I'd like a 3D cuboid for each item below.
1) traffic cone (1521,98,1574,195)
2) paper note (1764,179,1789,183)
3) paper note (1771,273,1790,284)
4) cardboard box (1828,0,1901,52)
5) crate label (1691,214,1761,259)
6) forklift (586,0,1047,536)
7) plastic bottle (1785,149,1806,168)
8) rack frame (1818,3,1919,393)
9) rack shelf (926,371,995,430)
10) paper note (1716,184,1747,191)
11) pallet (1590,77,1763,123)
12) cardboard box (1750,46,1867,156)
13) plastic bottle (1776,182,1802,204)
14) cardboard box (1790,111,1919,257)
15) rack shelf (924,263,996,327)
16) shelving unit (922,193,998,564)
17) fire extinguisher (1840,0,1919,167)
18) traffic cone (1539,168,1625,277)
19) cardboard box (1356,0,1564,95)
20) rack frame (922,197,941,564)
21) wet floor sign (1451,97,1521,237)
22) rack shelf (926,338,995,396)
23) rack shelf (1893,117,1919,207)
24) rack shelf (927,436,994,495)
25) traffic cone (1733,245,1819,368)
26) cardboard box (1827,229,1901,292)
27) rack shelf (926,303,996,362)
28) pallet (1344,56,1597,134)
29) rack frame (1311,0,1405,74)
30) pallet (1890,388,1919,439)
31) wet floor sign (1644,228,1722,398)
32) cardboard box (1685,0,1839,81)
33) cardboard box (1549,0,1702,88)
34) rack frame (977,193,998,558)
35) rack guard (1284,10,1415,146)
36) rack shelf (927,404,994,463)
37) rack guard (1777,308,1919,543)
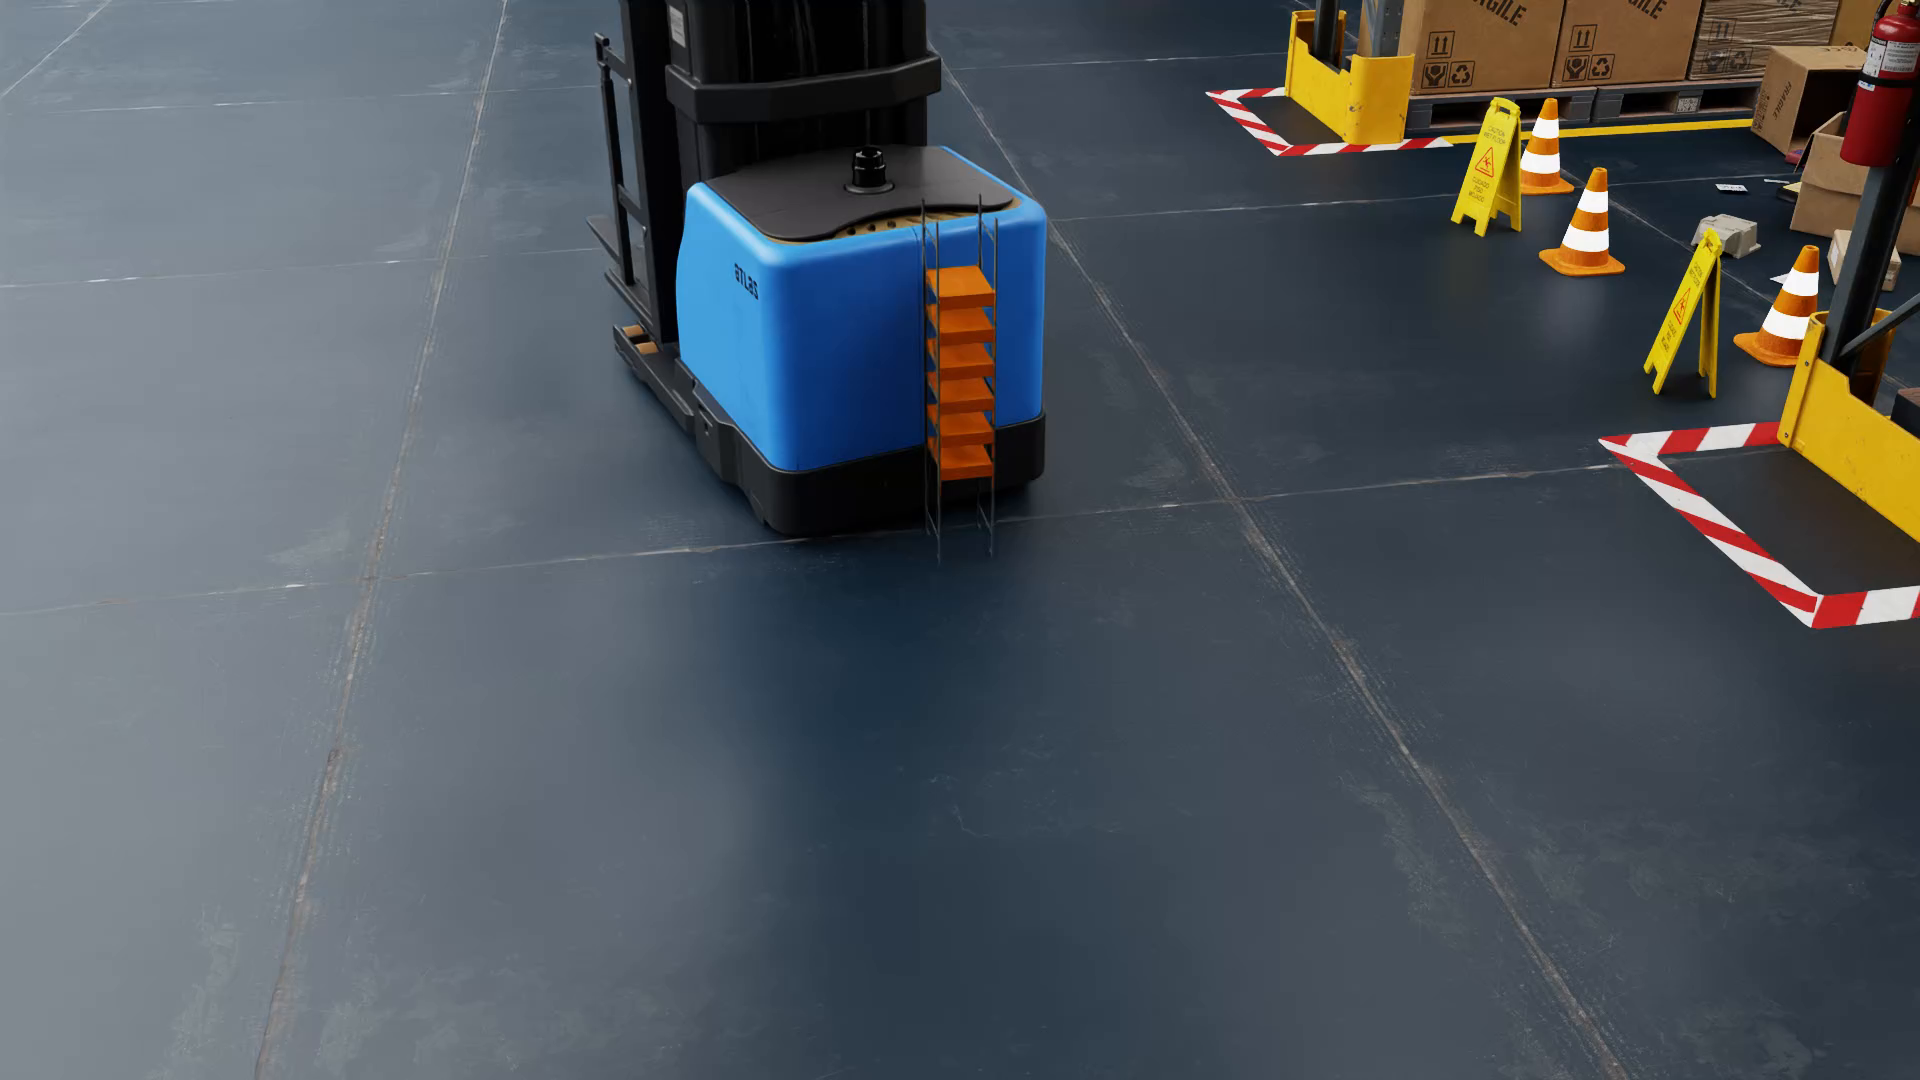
[{"bbox_3d":[3.128,-2.130,8.916,0.334,0.463,0.336,-5,31,-9],"label":"traffic cone"},{"bbox_3d":[4.453,-1.955,9.065,0.123,0.001,0.032,10,32,17],"label":"paper note"},{"bbox_3d":[3.913,-1.223,7.800,0.142,0.019,0.148,-17,34,-26],"label":"paper note"},{"bbox_3d":[5.654,-3.491,10.410,0.875,0.875,0.875,-5,31,-8],"label":"cardboard box"},{"bbox_3d":[3.760,-1.498,8.162,0.298,0.136,0.250,-23,38,-34],"label":"crate label"},{"bbox_3d":[-0.803,-2.002,6.264,1.130,2.935,3.031,-14,33,-23],"label":"forklift"},{"bbox_3d":[4.770,-2.108,9.274,0.133,0.061,0.283,-17,34,-26],"label":"plastic bottle"},{"bbox_3d":[3.341,-1.424,5.213,0.127,3.000,1.000,-5,31,-9],"label":"rack frame"},{"bbox_3d":[-0.003,-0.469,5.451,0.180,0.103,0.258,-6,31,-11],"label":"rack shelf"},{"bbox_3d":[4.158,-1.896,8.945,0.142,0.017,0.144,5,31,8],"label":"paper note"},{"bbox_3d":[4.320,-2.903,10.479,1.213,0.211,1.003,-5,31,-9],"label":"pallet"},{"bbox_3d":[4.943,-2.519,9.538,0.500,0.500,0.500,0,30,0],"label":"cardboard box"},{"bbox_3d":[4.490,-1.856,8.846,0.283,0.061,0.133,-17,34,-26],"label":"plastic bottle"},{"bbox_3d":[4.613,-1.771,8.265,0.797,0.503,0.637,23,37,33],"label":"cardboard box"},{"bbox_3d":[-0.003,-0.779,5.269,0.180,0.103,0.258,-6,31,-11],"label":"rack shelf"},{"bbox_3d":[-0.003,-0.507,5.429,0.189,1.200,0.258,-6,31,-11],"label":"shelving unit"},{"bbox_3d":[3.146,-1.610,5.606,0.183,0.674,0.296,-5,31,-9],"label":"fire extinguisher"},{"bbox_3d":[2.998,-1.536,7.905,0.334,0.463,0.336,-5,31,-9],"label":"traffic cone"},{"bbox_3d":[3.005,-3.243,9.988,0.875,0.875,0.875,-5,31,-9],"label":"cardboard box"},{"bbox_3d":[-0.092,-0.497,5.412,0.006,1.200,0.240,-6,31,-11],"label":"rack frame"},{"bbox_3d":[2.678,-1.879,8.308,0.232,0.644,0.267,-11,32,-17],"label":"wet floor sign"},{"bbox_3d":[-0.003,-0.572,5.391,0.180,0.103,0.258,-6,31,-11],"label":"rack shelf"},{"bbox_3d":[5.309,-1.297,5.706,4.000,0.370,1.077,-5,31,-9],"label":"rack shelf"},{"bbox_3d":[-0.003,-0.262,5.573,0.180,0.103,0.258,-6,31,-11],"label":"rack shelf"},{"bbox_3d":[3.532,-1.013,7.017,0.334,0.463,0.336,-5,31,-9],"label":"traffic cone"},{"bbox_3d":[4.266,-1.322,7.852,0.250,0.149,0.380,10,32,17],"label":"cardboard box"},{"bbox_3d":[-0.003,-0.676,5.330,0.180,0.103,0.258,-6,31,-11],"label":"rack shelf"},{"bbox_3d":[3.123,-2.793,10.292,1.213,0.211,1.003,-5,31,-9],"label":"pallet"},{"bbox_3d":[2.350,-3.883,9.395,0.127,3.000,1.000,-5,31,-9],"label":"rack frame"},{"bbox_3d":[4.222,-0.286,6.028,1.213,0.211,1.003,-5,31,-9],"label":"pallet"},{"bbox_3d":[2.962,-0.926,6.688,0.232,0.644,0.267,5,31,8],"label":"wet floor sign"},{"bbox_3d":[4.768,-3.407,10.266,0.875,0.875,0.875,-5,31,-9],"label":"cardboard box"},{"bbox_3d":[3.871,-3.325,10.127,0.875,0.875,0.875,-6,31,-10],"label":"cardboard box"},{"bbox_3d":[0.087,-0.517,5.446,0.006,1.200,0.240,-6,31,-11],"label":"rack frame"},{"bbox_3d":[2.327,-2.804,10.025,0.348,0.500,1.175,-5,31,-9],"label":"rack guard"},{"bbox_3d":[-0.003,-0.365,5.512,0.180,0.103,0.258,-6,31,-11],"label":"rack shelf"},{"bbox_3d":[3.416,-0.354,5.859,0.348,0.500,1.175,-5,31,-9],"label":"rack guard"}]
